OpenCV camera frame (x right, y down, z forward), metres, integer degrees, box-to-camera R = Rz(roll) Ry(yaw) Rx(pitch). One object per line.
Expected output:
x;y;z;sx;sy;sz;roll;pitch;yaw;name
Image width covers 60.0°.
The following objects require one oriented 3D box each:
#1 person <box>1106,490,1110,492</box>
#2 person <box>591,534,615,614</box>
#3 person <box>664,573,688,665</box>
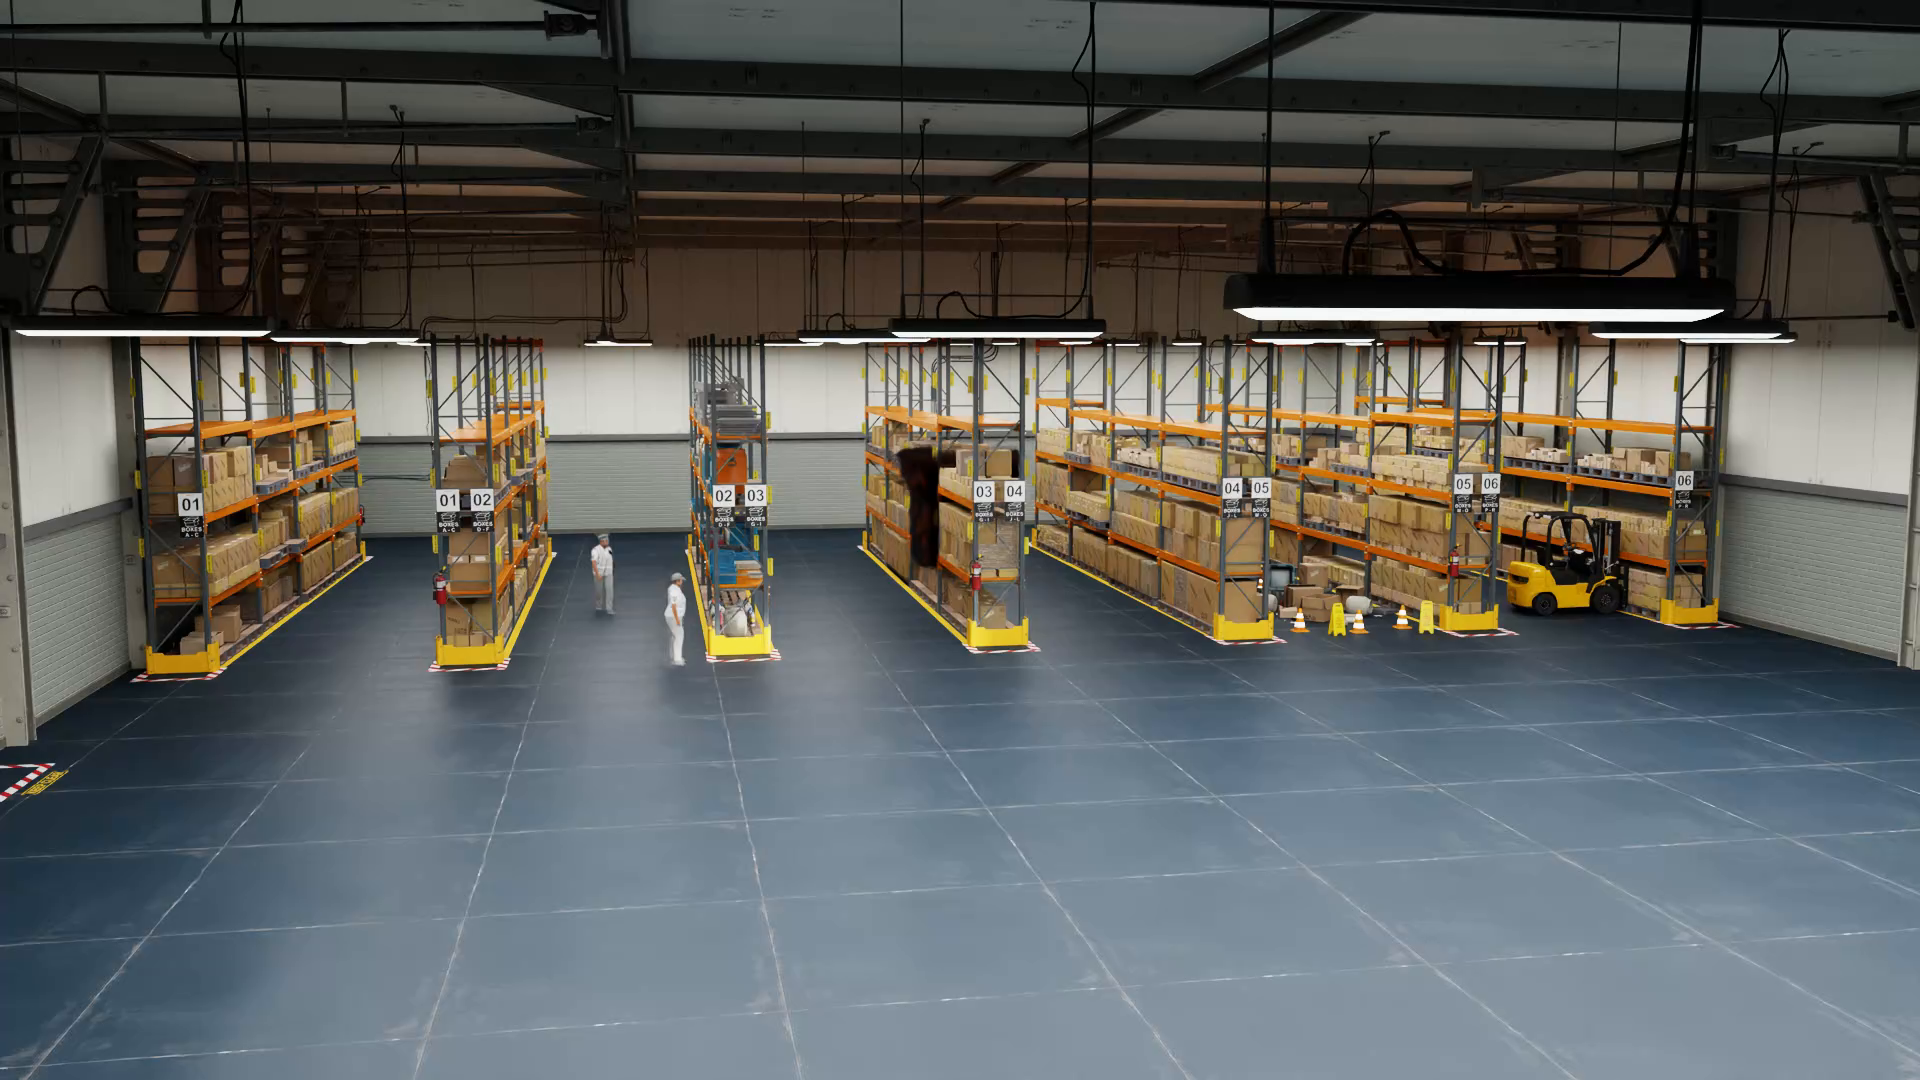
4.578;-1.087;52.177;0.564;1.652;0.478;-3;7;-27;person
-7.747;0.730;36.103;0.505;1.721;0.994;-2;7;-16;person
-5.185;1.443;30.442;0.450;1.702;0.521;0;7;-2;person
